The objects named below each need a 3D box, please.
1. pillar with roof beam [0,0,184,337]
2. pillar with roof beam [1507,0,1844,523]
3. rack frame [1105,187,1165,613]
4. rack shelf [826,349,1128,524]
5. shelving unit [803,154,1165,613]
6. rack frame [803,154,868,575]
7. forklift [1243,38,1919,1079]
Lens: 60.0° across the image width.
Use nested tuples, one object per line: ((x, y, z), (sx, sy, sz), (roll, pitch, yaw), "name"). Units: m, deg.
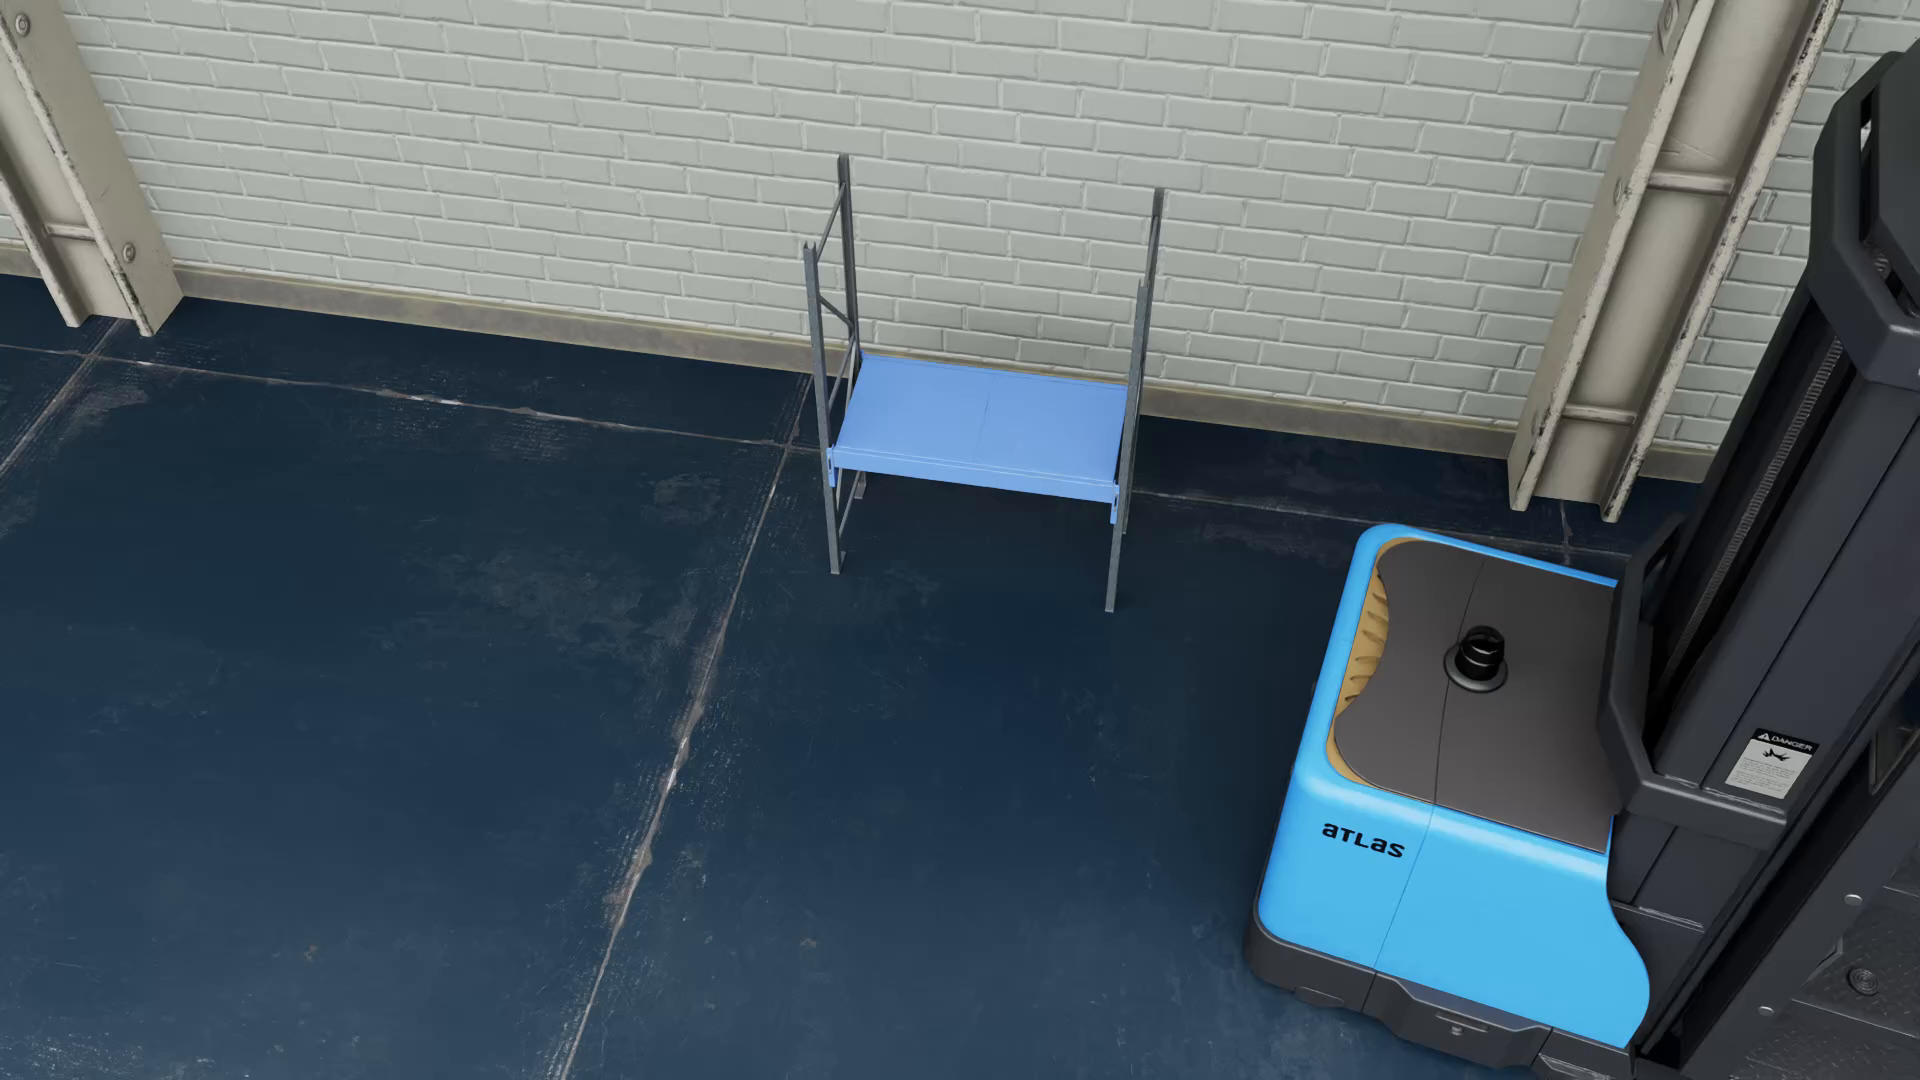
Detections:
((-4.343, -0.854, 0.967), (0.400, 9.000, 9.100), (8, 49, 7), "pillar with roof beam")
((1.561, -0.060, 0.254), (0.400, 9.000, 9.100), (8, 49, 7), "pillar with roof beam")
((0.584, -0.423, 5.622), (0.032, 1.500, 0.500), (8, 49, 7), "rack frame")
((0.084, -0.370, 5.816), (1.000, 0.185, 0.538), (8, 49, 7), "rack shelf")
((0.084, -0.490, 5.682), (1.048, 1.500, 0.538), (8, 49, 7), "shelving unit")
((-0.416, -0.557, 5.742), (0.032, 1.500, 0.500), (8, 49, 7), "rack frame")
((2.428, 0.389, 3.930), (3.031, 2.935, 1.130), (15, 50, 13), "forklift")
